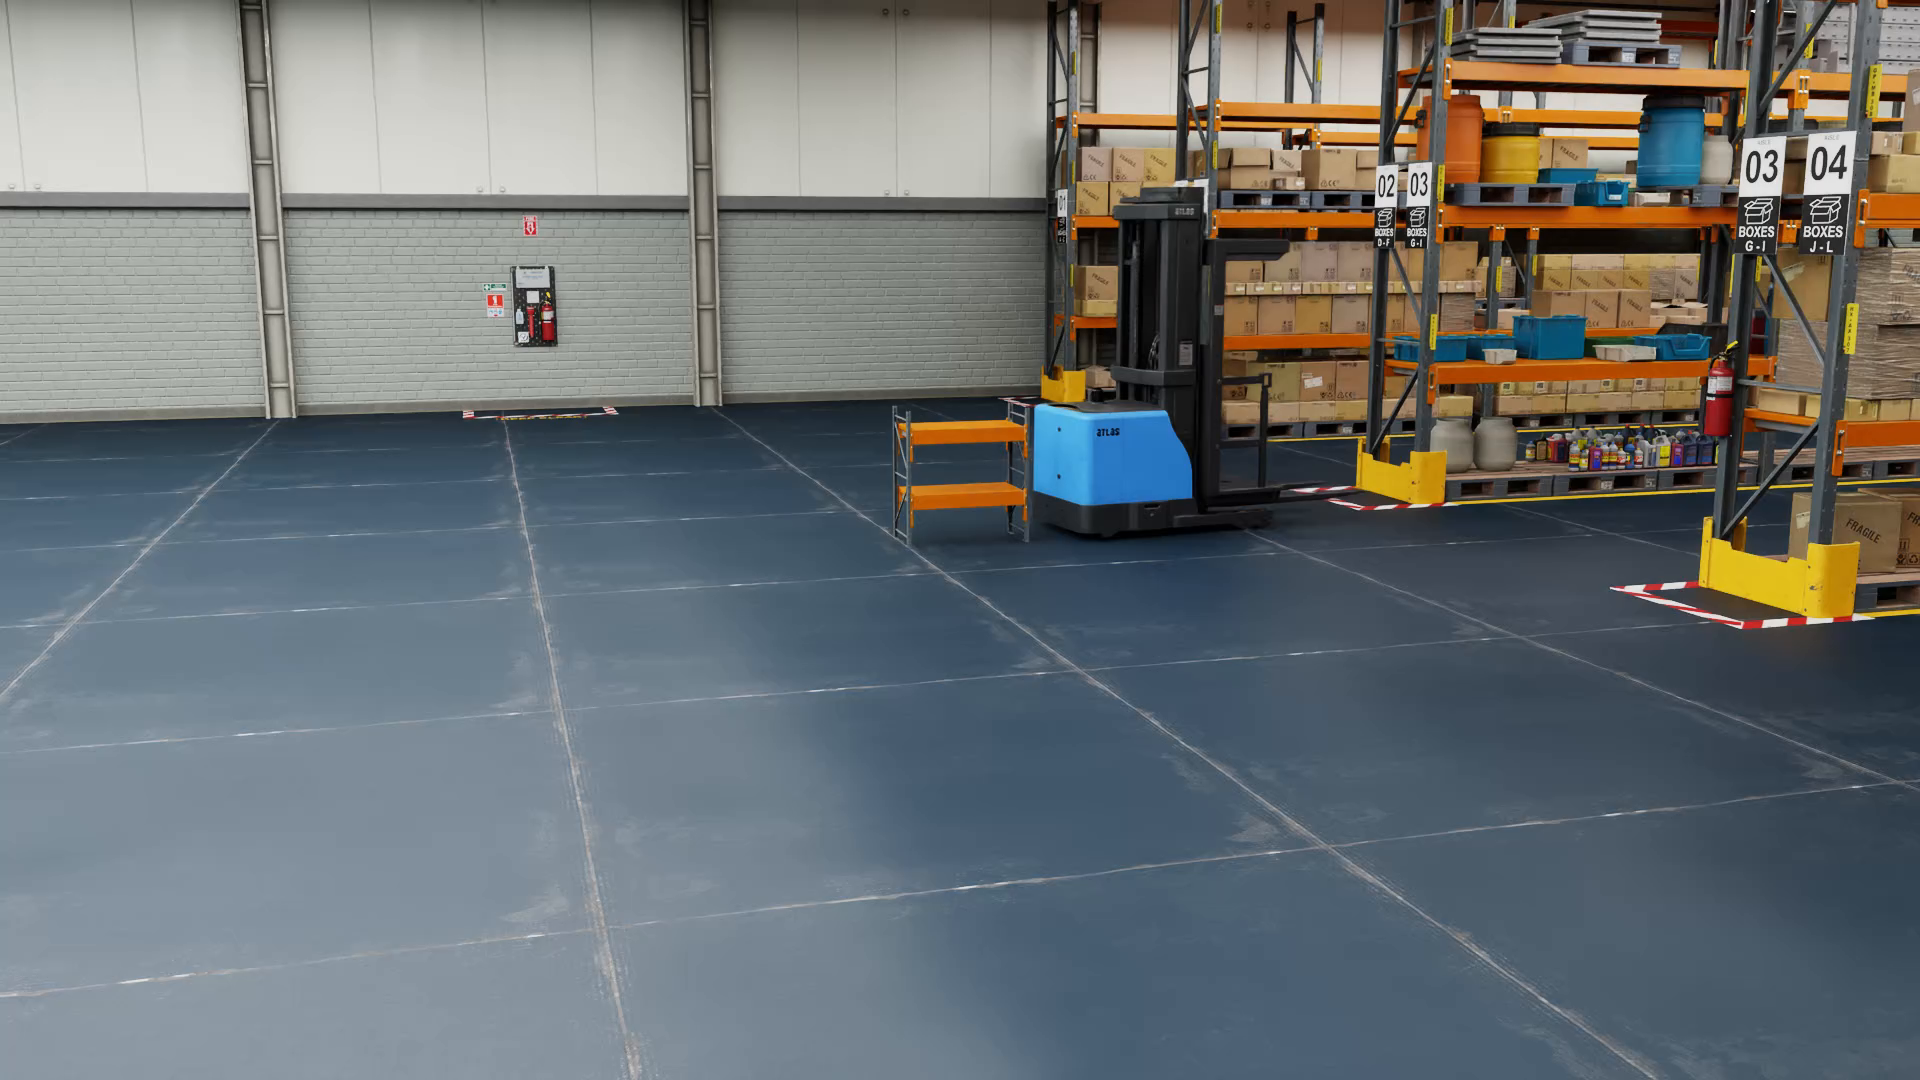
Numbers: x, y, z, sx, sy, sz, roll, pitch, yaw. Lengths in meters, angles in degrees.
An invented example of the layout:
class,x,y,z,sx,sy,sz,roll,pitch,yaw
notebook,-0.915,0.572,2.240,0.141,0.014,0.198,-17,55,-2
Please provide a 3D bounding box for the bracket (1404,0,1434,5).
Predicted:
class,x,y,z,sx,sy,sz,roll,pitch,yaw
bracket,7.414,-8.762,26.843,0.430,0.232,0.235,-3,11,-16

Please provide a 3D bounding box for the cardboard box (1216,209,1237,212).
class,x,y,z,sx,sy,sz,roll,pitch,yaw
cardboard box,3.936,-5.244,25.633,0.500,0.500,0.500,-3,11,-18

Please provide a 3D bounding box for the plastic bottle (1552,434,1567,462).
class,x,y,z,sx,sy,sz,roll,pitch,yaw
plastic bottle,6.212,-0.951,17.216,0.133,0.283,0.061,-3,11,-16

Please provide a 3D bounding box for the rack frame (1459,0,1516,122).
class,x,y,z,sx,sy,sz,roll,pitch,yaw
rack frame,6.751,-5.926,21.383,0.127,3.000,1.000,-3,11,-16

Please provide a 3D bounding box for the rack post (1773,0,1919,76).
class,x,y,z,sx,sy,sz,roll,pitch,yaw
rack post,9.998,-5.278,17.309,3.121,1.000,1.013,-3,11,-16

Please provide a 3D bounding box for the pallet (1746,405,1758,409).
class,x,y,z,sx,sy,sz,roll,pitch,yaw
pallet,11.319,-1.838,23.448,1.213,0.211,1.003,-3,11,-16

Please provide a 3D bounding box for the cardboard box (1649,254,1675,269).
class,x,y,z,sx,sy,sz,roll,pitch,yaw
cardboard box,11.683,-4.698,28.055,0.500,0.250,0.500,-3,11,-15

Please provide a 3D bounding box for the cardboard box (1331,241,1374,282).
class,x,y,z,sx,sy,sz,roll,pitch,yaw
cardboard box,4.881,-3.563,21.258,0.500,0.500,0.700,-3,11,-16

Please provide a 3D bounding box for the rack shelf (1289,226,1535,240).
class,x,y,z,sx,sy,sz,roll,pitch,yaw
rack shelf,7.283,-5.059,26.946,4.000,0.370,1.077,-3,11,-16

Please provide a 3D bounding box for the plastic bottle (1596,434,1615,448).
class,x,y,z,sx,sy,sz,roll,pitch,yaw
plastic bottle,6.717,-0.967,17.323,0.135,0.276,0.152,-3,11,-16

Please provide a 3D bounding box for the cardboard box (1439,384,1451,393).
class,x,y,z,sx,sy,sz,roll,pitch,yaw
cardboard box,6.218,-2.230,22.237,0.500,0.500,0.500,-3,11,-16

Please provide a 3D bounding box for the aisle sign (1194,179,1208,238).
class,x,y,z,sx,sy,sz,roll,pitch,yaw
aisle sign,2.933,-3.995,20.284,0.004,0.787,0.394,-3,11,-16

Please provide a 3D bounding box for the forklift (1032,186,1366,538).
class,x,y,z,sx,sy,sz,roll,pitch,yaw
forklift,2.202,-1.613,14.714,3.031,2.935,1.130,-5,11,-24

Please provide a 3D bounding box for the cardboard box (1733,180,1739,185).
class,x,y,z,sx,sy,sz,roll,pitch,yaw
cardboard box,10.171,-4.753,22.552,0.500,0.250,0.500,-4,11,-20

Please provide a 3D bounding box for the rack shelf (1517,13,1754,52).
class,x,y,z,sx,sy,sz,roll,pitch,yaw
rack shelf,11.123,-8.372,27.473,4.000,0.370,1.077,-3,11,-16

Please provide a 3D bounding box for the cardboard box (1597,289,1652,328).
class,x,y,z,sx,sy,sz,roll,pitch,yaw
cardboard box,8.985,-3.140,22.540,0.500,0.500,0.500,-4,11,-19

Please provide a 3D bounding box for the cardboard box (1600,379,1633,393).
class,x,y,z,sx,sy,sz,roll,pitch,yaw
cardboard box,8.693,-2.161,22.388,0.500,0.311,0.500,-3,11,-14

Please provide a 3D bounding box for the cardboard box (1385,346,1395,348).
class,x,y,z,sx,sy,sz,roll,pitch,yaw
cardboard box,6.985,-3.283,27.210,0.500,0.250,0.500,-3,11,-18

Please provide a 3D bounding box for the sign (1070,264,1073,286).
class,x,y,z,sx,sy,sz,roll,pitch,yaw
sign,1.674,-3.966,24.913,0.005,0.325,0.100,-3,11,-16

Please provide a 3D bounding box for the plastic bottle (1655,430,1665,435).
class,x,y,z,sx,sy,sz,roll,pitch,yaw
plastic bottle,7.400,-1.030,17.666,0.135,0.276,0.152,-3,11,-14

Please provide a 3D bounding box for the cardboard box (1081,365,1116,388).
class,x,y,z,sx,sy,sz,roll,pitch,yaw
cardboard box,2.211,-2.548,25.812,0.500,0.311,0.500,-4,11,-22

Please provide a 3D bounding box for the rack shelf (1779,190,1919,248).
class,x,y,z,sx,sy,sz,roll,pitch,yaw
rack shelf,7.596,-2.274,11.815,4.000,0.370,1.077,-3,11,-16

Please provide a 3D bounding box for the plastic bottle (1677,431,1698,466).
class,x,y,z,sx,sy,sz,roll,pitch,yaw
plastic bottle,7.409,-0.936,16.946,0.185,0.351,0.144,-4,11,-19

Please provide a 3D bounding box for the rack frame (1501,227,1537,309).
class,x,y,z,sx,sy,sz,roll,pitch,yaw
rack frame,9.203,-4.039,27.702,0.127,3.000,1.000,-3,11,-16

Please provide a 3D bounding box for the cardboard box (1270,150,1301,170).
class,x,y,z,sx,sy,sz,roll,pitch,yaw
cardboard box,4.957,-5.790,25.836,0.500,0.500,0.500,-4,11,-21

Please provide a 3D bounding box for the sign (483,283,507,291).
class,x,y,z,sx,sy,sz,roll,pitch,yaw
sign,-6.745,-3.665,24.107,0.331,0.109,0.001,-3,11,-16

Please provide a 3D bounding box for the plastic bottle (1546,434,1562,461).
class,x,y,z,sx,sy,sz,roll,pitch,yaw
plastic bottle,6.181,-0.966,17.317,0.135,0.276,0.152,-3,11,-16

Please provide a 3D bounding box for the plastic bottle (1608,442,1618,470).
class,x,y,z,sx,sy,sz,roll,pitch,yaw
plastic bottle,6.544,-0.847,16.681,0.097,0.271,0.097,0,10,0

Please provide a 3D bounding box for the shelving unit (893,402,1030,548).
class,x,y,z,sx,sy,sz,roll,pitch,yaw
shelving unit,0.006,-0.554,13.947,1.048,1.125,0.538,-3,11,-16

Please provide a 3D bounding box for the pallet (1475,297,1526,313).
class,x,y,z,sx,sy,sz,roll,pitch,yaw
pallet,8.549,-3.890,27.423,1.003,0.211,1.213,-3,11,-16

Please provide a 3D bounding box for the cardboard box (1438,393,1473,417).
class,x,y,z,sx,sy,sz,roll,pitch,yaw
cardboard box,6.366,-1.769,21.803,0.500,0.250,0.500,-3,11,-16

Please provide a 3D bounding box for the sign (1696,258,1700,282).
class,x,y,z,sx,sy,sz,roll,pitch,yaw
sign,10.430,-3.803,23.438,0.005,0.325,0.100,-3,11,-16

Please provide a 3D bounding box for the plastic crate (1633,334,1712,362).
class,x,y,z,sx,sy,sz,roll,pitch,yaw
plastic crate,7.145,-1.938,16.701,0.616,0.251,0.499,-3,11,-16

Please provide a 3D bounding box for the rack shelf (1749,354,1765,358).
class,x,y,z,sx,sy,sz,roll,pitch,yaw
rack shelf,10.052,-1.862,17.863,4.000,0.370,1.077,-3,11,-16

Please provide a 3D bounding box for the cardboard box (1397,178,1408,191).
class,x,y,z,sx,sy,sz,roll,pitch,yaw
cardboard box,5.669,-4.494,21.037,0.250,0.149,0.380,-3,11,-16

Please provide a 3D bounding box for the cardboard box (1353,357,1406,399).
class,x,y,z,sx,sy,sz,roll,pitch,yaw
cardboard box,5.404,-2.088,21.468,0.500,0.500,0.500,-3,11,-16

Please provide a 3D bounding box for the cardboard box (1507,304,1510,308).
class,x,y,z,sx,sy,sz,roll,pitch,yaw
cardboard box,9.444,-3.986,28.055,0.250,0.149,0.380,-3,11,-15

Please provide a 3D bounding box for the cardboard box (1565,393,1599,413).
class,x,y,z,sx,sy,sz,roll,pitch,yaw
cardboard box,8.195,-1.860,22.298,0.500,0.250,0.500,-3,11,-18

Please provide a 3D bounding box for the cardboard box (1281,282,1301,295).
class,x,y,z,sx,sy,sz,roll,pitch,yaw
cardboard box,4.082,-3.163,20.873,0.250,0.149,0.380,-3,11,-17

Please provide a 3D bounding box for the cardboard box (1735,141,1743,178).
class,x,y,z,sx,sy,sz,roll,pitch,yaw
cardboard box,11.012,-5.215,22.768,0.500,0.500,0.500,-3,11,-16

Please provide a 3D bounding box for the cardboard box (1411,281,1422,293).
class,x,y,z,sx,sy,sz,roll,pitch,yaw
cardboard box,5.809,-3.254,21.368,0.250,0.149,0.380,-3,11,-16

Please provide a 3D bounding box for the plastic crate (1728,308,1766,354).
class,x,y,z,sx,sy,sz,roll,pitch,yaw
plastic crate,8.511,-2.224,17.664,0.583,0.464,0.402,-3,11,-16

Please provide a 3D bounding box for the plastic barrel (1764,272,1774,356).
class,x,y,z,sx,sy,sz,roll,pitch,yaw
plastic barrel,8.587,-2.328,17.022,0.708,0.901,0.600,-3,11,-16

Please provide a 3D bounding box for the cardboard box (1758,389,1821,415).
class,x,y,z,sx,sy,sz,roll,pitch,yaw
cardboard box,5.891,-0.978,11.767,0.250,0.149,0.380,-3,11,-16

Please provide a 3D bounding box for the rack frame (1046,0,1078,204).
class,x,y,z,sx,sy,sz,roll,pitch,yaw
rack frame,1.522,-6.585,24.960,0.127,3.000,1.000,-3,11,-16

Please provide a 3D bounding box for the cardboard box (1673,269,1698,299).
class,x,y,z,sx,sy,sz,roll,pitch,yaw
cardboard box,12.184,-4.352,28.250,0.500,0.500,0.500,-3,11,-15

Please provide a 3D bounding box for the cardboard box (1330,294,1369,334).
class,x,y,z,sx,sy,sz,roll,pitch,yaw
cardboard box,4.847,-2.923,21.362,0.500,0.500,0.700,-3,11,-14

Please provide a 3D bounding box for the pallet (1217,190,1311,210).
class,x,y,z,sx,sy,sz,roll,pitch,yaw
pallet,3.596,-4.236,20.733,1.213,0.211,1.003,-3,11,-16

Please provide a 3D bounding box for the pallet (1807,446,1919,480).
class,x,y,z,sx,sy,sz,roll,pitch,yaw
pallet,10.048,-0.852,18.092,1.213,0.211,1.003,-3,11,-16

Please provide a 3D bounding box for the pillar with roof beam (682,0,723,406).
class,x,y,z,sx,sy,sz,roll,pitch,yaw
pillar with roof beam,-2.605,-5.719,20.255,0.400,9.000,9.100,-3,11,-16

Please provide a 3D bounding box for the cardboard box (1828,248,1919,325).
class,x,y,z,sx,sy,sz,roll,pitch,yaw
cardboard box,6.280,-1.719,11.239,0.500,0.500,0.500,-3,11,-16
